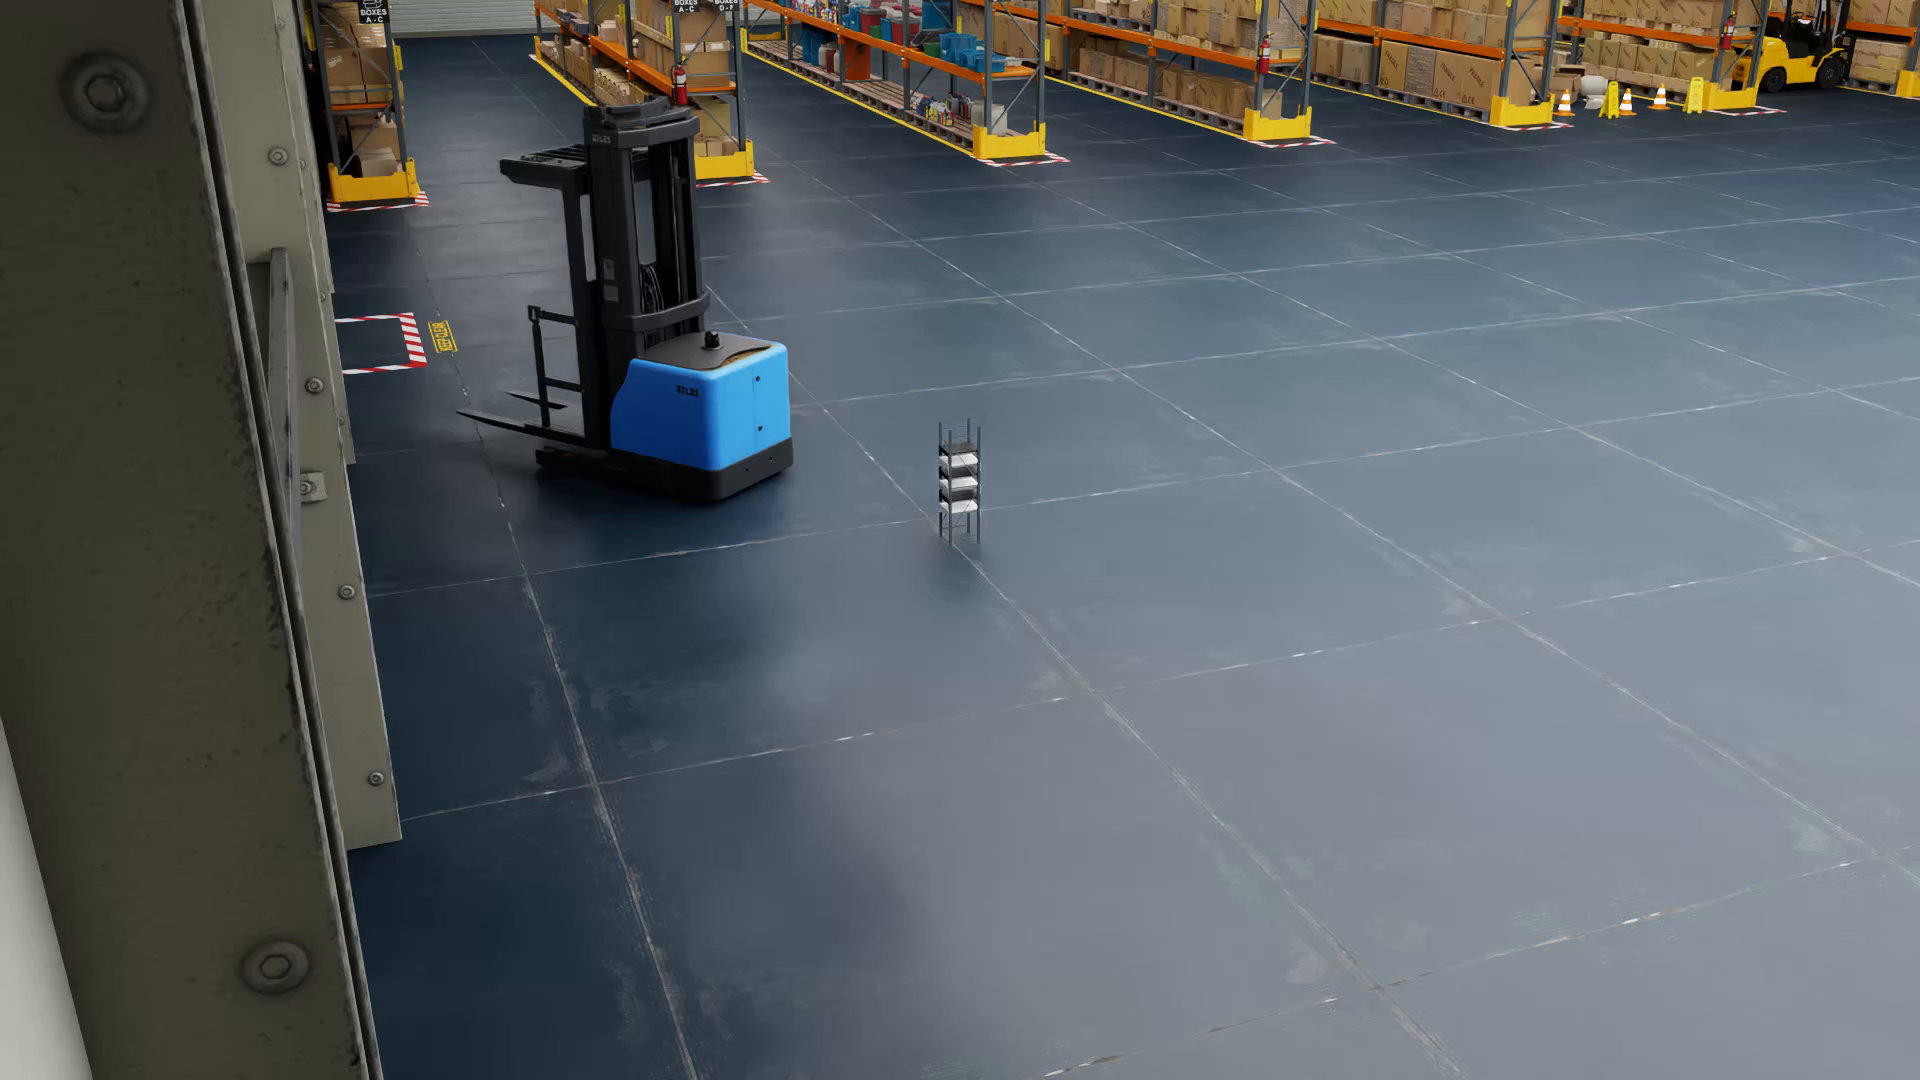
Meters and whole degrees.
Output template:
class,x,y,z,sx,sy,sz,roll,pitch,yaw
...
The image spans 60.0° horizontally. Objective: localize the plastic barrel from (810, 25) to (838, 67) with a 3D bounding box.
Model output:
class,x,y,z,sx,sy,sz,roll,pitch,yaw
plastic barrel,-2.941,-10.780,36.125,0.600,0.901,0.708,-8,24,-19

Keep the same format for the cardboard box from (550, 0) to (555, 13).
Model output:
class,x,y,z,sx,sy,sz,roll,pitch,yaw
cardboard box,-8.602,-11.712,36.047,0.500,0.500,0.500,-8,24,-17

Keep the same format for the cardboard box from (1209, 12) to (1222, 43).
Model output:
class,x,y,z,sx,sy,sz,roll,pitch,yaw
cardboard box,4.912,-9.070,29.394,0.875,0.500,0.500,-8,24,-19

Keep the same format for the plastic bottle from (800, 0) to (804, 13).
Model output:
class,x,y,z,sx,sy,sz,roll,pitch,yaw
plastic bottle,-3.415,-11.552,35.962,0.097,0.271,0.097,0,23,0

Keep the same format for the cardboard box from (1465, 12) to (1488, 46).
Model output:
class,x,y,z,sx,sy,sz,roll,pitch,yaw
cardboard box,9.794,-9.368,30.422,0.875,0.550,0.550,-8,24,-19

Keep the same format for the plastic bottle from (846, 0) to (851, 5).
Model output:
class,x,y,z,sx,sy,sz,roll,pitch,yaw
plastic bottle,-2.347,-11.299,35.258,0.144,0.351,0.185,-8,24,-19

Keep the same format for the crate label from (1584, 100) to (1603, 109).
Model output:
class,x,y,z,sx,sy,sz,roll,pitch,yaw
crate label,12.164,-8.351,31.887,0.298,0.136,0.250,18,29,36

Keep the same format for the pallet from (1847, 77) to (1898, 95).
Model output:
class,x,y,z,sx,sy,sz,roll,pitch,yaw
pallet,19.110,-9.359,34.184,1.003,0.211,1.213,-8,24,-19

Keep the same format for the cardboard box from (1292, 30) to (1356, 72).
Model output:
class,x,y,z,sx,sy,sz,roll,pitch,yaw
cardboard box,7.799,-10.487,35.624,1.050,0.750,0.750,-8,24,-18

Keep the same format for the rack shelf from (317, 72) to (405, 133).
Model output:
class,x,y,z,sx,sy,sz,roll,pitch,yaw
rack shelf,-9.103,-6.686,25.178,1.077,0.370,4.000,-8,24,-19

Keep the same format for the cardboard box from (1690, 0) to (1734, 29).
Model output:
class,x,y,z,sx,sy,sz,roll,pitch,yaw
cardboard box,14.327,-10.032,31.678,0.500,0.500,0.500,-9,24,-20

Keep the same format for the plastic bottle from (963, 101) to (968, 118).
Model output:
class,x,y,z,sx,sy,sz,roll,pitch,yaw
plastic bottle,0.093,-7.599,29.348,0.061,0.283,0.133,-8,24,-19

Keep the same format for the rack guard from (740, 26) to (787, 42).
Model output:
class,x,y,z,sx,sy,sz,roll,pitch,yaw
rack guard,-4.801,-12.319,40.834,1.175,0.500,0.348,-8,24,-19

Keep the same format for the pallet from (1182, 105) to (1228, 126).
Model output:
class,x,y,z,sx,sy,sz,roll,pitch,yaw
pallet,4.798,-7.815,30.520,1.003,0.211,1.213,-8,24,-19

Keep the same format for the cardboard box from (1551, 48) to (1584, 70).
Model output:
class,x,y,z,sx,sy,sz,roll,pitch,yaw
cardboard box,13.176,-10.316,35.706,0.950,0.372,0.625,-8,24,-18

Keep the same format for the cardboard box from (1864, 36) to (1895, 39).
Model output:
class,x,y,z,sx,sy,sz,roll,pitch,yaw
cardboard box,19.080,-10.324,34.595,0.500,0.250,0.500,-9,24,-19

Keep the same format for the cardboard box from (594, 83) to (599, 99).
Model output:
class,x,y,z,sx,sy,sz,roll,pitch,yaw
cardboard box,-6.679,-8.575,31.732,0.500,0.250,0.500,-8,24,-19

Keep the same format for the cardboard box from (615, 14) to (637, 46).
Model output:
class,x,y,z,sx,sy,sz,roll,pitch,yaw
cardboard box,-5.981,-9.318,30.366,0.500,0.500,0.500,-10,25,-22

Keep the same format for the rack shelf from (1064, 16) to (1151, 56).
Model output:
class,x,y,z,sx,sy,sz,roll,pitch,yaw
rack shelf,3.386,-10.179,33.464,1.077,0.370,4.000,-8,24,-19

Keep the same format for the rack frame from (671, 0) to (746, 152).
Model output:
class,x,y,z,sx,sy,sz,roll,pitch,yaw
rack frame,-3.763,-6.972,24.930,1.000,3.000,0.127,-8,24,-19

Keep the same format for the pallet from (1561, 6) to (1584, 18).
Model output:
class,x,y,z,sx,sy,sz,roll,pitch,yaw
pallet,13.230,-11.352,35.569,1.003,0.211,1.213,-8,24,-19

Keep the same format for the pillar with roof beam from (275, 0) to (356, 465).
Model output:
class,x,y,z,sx,sy,sz,roll,pitch,yaw
pillar with roof beam,-1.186,-5.422,13.527,9.100,9.000,0.400,-8,24,-19

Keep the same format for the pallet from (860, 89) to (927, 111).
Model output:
class,x,y,z,sx,sy,sz,roll,pitch,yaw
pallet,-1.289,-8.543,32.247,1.003,0.211,1.213,-8,24,-19

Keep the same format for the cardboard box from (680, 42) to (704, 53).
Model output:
class,x,y,z,sx,sy,sz,roll,pitch,yaw
cardboard box,-4.076,-7.430,25.052,0.380,0.149,0.250,-9,24,-20

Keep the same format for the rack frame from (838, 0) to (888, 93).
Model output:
class,x,y,z,sx,sy,sz,roll,pitch,yaw
rack frame,-1.954,-10.557,33.436,1.000,3.000,0.127,-8,24,-19

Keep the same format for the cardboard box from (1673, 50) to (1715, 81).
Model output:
class,x,y,z,sx,sy,sz,roll,pitch,yaw
cardboard box,14.250,-9.217,32.290,0.500,0.500,0.500,-8,24,-19

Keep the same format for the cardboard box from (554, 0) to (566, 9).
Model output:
class,x,y,z,sx,sy,sz,roll,pitch,yaw
cardboard box,-8.044,-11.369,34.693,0.700,0.500,0.500,-18,29,-36

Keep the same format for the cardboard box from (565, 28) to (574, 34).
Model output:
class,x,y,z,sx,sy,sz,roll,pitch,yaw
cardboard box,-8.993,-11.673,38.735,0.500,0.500,0.500,-8,24,-19

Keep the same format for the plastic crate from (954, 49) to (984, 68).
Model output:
class,x,y,z,sx,sy,sz,roll,pitch,yaw
plastic crate,0.191,-7.959,27.464,0.499,0.251,0.408,-8,24,-19

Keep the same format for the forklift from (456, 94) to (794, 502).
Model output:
class,x,y,z,sx,sy,sz,roll,pitch,yaw
forklift,-2.880,-2.057,13.356,3.031,2.935,1.130,13,26,29

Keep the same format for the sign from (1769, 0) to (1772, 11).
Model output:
class,x,y,z,sx,sy,sz,roll,pitch,yaw
sign,15.284,-10.163,31.386,0.100,0.325,0.005,-8,24,-19

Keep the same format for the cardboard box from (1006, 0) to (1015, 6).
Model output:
class,x,y,z,sx,sy,sz,roll,pitch,yaw
cardboard box,1.374,-12.352,37.566,0.500,0.500,0.500,-8,24,-19

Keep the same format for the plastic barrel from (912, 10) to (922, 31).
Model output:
class,x,y,z,sx,sy,sz,roll,pitch,yaw
plastic barrel,-0.674,-9.544,30.857,0.433,0.535,0.433,0,23,0

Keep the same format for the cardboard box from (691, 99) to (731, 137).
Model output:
class,x,y,z,sx,sy,sz,roll,pitch,yaw
cardboard box,-3.923,-6.651,26.202,0.500,0.500,0.500,-8,24,-19

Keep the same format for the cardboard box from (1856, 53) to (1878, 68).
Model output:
class,x,y,z,sx,sy,sz,roll,pitch,yaw
cardboard box,18.788,-9.847,34.106,0.500,0.250,0.500,-9,24,-20

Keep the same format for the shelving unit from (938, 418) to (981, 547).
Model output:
class,x,y,z,sx,sy,sz,roll,pitch,yaw
shelving unit,-0.003,-0.418,12.082,0.258,0.900,0.210,-8,24,-19

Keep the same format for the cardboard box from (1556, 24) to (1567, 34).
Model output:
class,x,y,z,sx,sy,sz,roll,pitch,yaw
cardboard box,15.510,-13.193,42.368,0.500,0.500,0.500,-9,25,-21

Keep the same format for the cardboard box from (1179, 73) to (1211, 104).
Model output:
class,x,y,z,sx,sy,sz,roll,pitch,yaw
cardboard box,4.406,-8.467,31.155,0.500,0.500,0.500,-1,23,-2

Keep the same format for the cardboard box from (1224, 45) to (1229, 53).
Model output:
class,x,y,z,sx,sy,sz,roll,pitch,yaw
cardboard box,4.864,-8.654,29.243,0.380,0.149,0.250,-8,24,-19

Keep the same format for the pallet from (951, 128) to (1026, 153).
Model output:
class,x,y,z,sx,sy,sz,roll,pitch,yaw
pallet,0.519,-6.682,27.833,1.003,0.211,1.213,-8,24,-19

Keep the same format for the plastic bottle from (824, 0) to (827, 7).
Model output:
class,x,y,z,sx,sy,sz,roll,pitch,yaw
plastic bottle,-2.871,-11.679,36.161,0.144,0.351,0.185,-8,24,-19

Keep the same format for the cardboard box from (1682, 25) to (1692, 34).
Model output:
class,x,y,z,sx,sy,sz,roll,pitch,yaw
cardboard box,14.181,-9.853,32.089,0.380,0.149,0.250,-9,24,-20

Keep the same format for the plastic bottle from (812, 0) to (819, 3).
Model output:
class,x,y,z,sx,sy,sz,roll,pitch,yaw
plastic bottle,-3.090,-11.417,35.636,0.152,0.276,0.135,-8,24,-19

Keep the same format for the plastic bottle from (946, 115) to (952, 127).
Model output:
class,x,y,z,sx,sy,sz,roll,pitch,yaw
plastic bottle,-0.187,-7.171,28.438,0.097,0.201,0.097,0,23,0

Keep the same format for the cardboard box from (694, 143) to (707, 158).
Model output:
class,x,y,z,sx,sy,sz,roll,pitch,yaw
cardboard box,-4.229,-6.053,25.748,0.500,0.250,0.500,-8,24,-19

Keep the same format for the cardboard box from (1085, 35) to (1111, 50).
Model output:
class,x,y,z,sx,sy,sz,roll,pitch,yaw
cardboard box,2.944,-10.394,34.735,0.500,0.250,0.500,-7,24,-17

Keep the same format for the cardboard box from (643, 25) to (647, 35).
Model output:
class,x,y,z,sx,sy,sz,roll,pitch,yaw
cardboard box,-4.987,-8.366,27.274,0.380,0.149,0.250,-9,24,-19

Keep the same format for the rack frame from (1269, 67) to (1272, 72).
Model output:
class,x,y,z,sx,sy,sz,roll,pitch,yaw
rack frame,7.356,-11.881,36.576,1.000,3.000,0.127,-8,24,-19

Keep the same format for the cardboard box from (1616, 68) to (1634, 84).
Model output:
class,x,y,z,sx,sy,sz,roll,pitch,yaw
cardboard box,13.709,-9.433,33.769,0.500,0.250,0.500,-9,24,-20

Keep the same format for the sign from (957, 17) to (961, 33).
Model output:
class,x,y,z,sx,sy,sz,roll,pitch,yaw
sign,-0.022,-9.303,30.103,0.100,0.325,0.005,-8,24,-19

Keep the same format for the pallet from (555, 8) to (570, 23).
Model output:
class,x,y,z,sx,sy,sz,roll,pitch,yaw
pallet,-7.822,-10.939,34.588,1.003,0.211,1.213,-8,24,-19

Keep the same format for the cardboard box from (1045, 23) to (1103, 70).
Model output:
class,x,y,z,sx,sy,sz,roll,pitch,yaw
cardboard box,2.455,-10.705,35.981,1.225,0.875,0.875,-10,25,-21

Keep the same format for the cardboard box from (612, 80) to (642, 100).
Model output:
class,x,y,z,sx,sy,sz,roll,pitch,yaw
cardboard box,-5.951,-8.088,29.855,0.500,0.311,0.500,-8,24,-19

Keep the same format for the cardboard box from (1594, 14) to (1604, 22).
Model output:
class,x,y,z,sx,sy,sz,roll,pitch,yaw
cardboard box,13.313,-10.784,34.298,0.380,0.149,0.250,-8,24,-17

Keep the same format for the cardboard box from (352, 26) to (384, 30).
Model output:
class,x,y,z,sx,sy,sz,roll,pitch,yaw
cardboard box,-9.171,-7.720,25.907,0.500,0.500,0.500,-8,24,-19

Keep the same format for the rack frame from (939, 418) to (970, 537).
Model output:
class,x,y,z,sx,sy,sz,roll,pitch,yaw
rack frame,-0.039,-0.455,12.170,0.240,0.900,0.006,-8,24,-19
